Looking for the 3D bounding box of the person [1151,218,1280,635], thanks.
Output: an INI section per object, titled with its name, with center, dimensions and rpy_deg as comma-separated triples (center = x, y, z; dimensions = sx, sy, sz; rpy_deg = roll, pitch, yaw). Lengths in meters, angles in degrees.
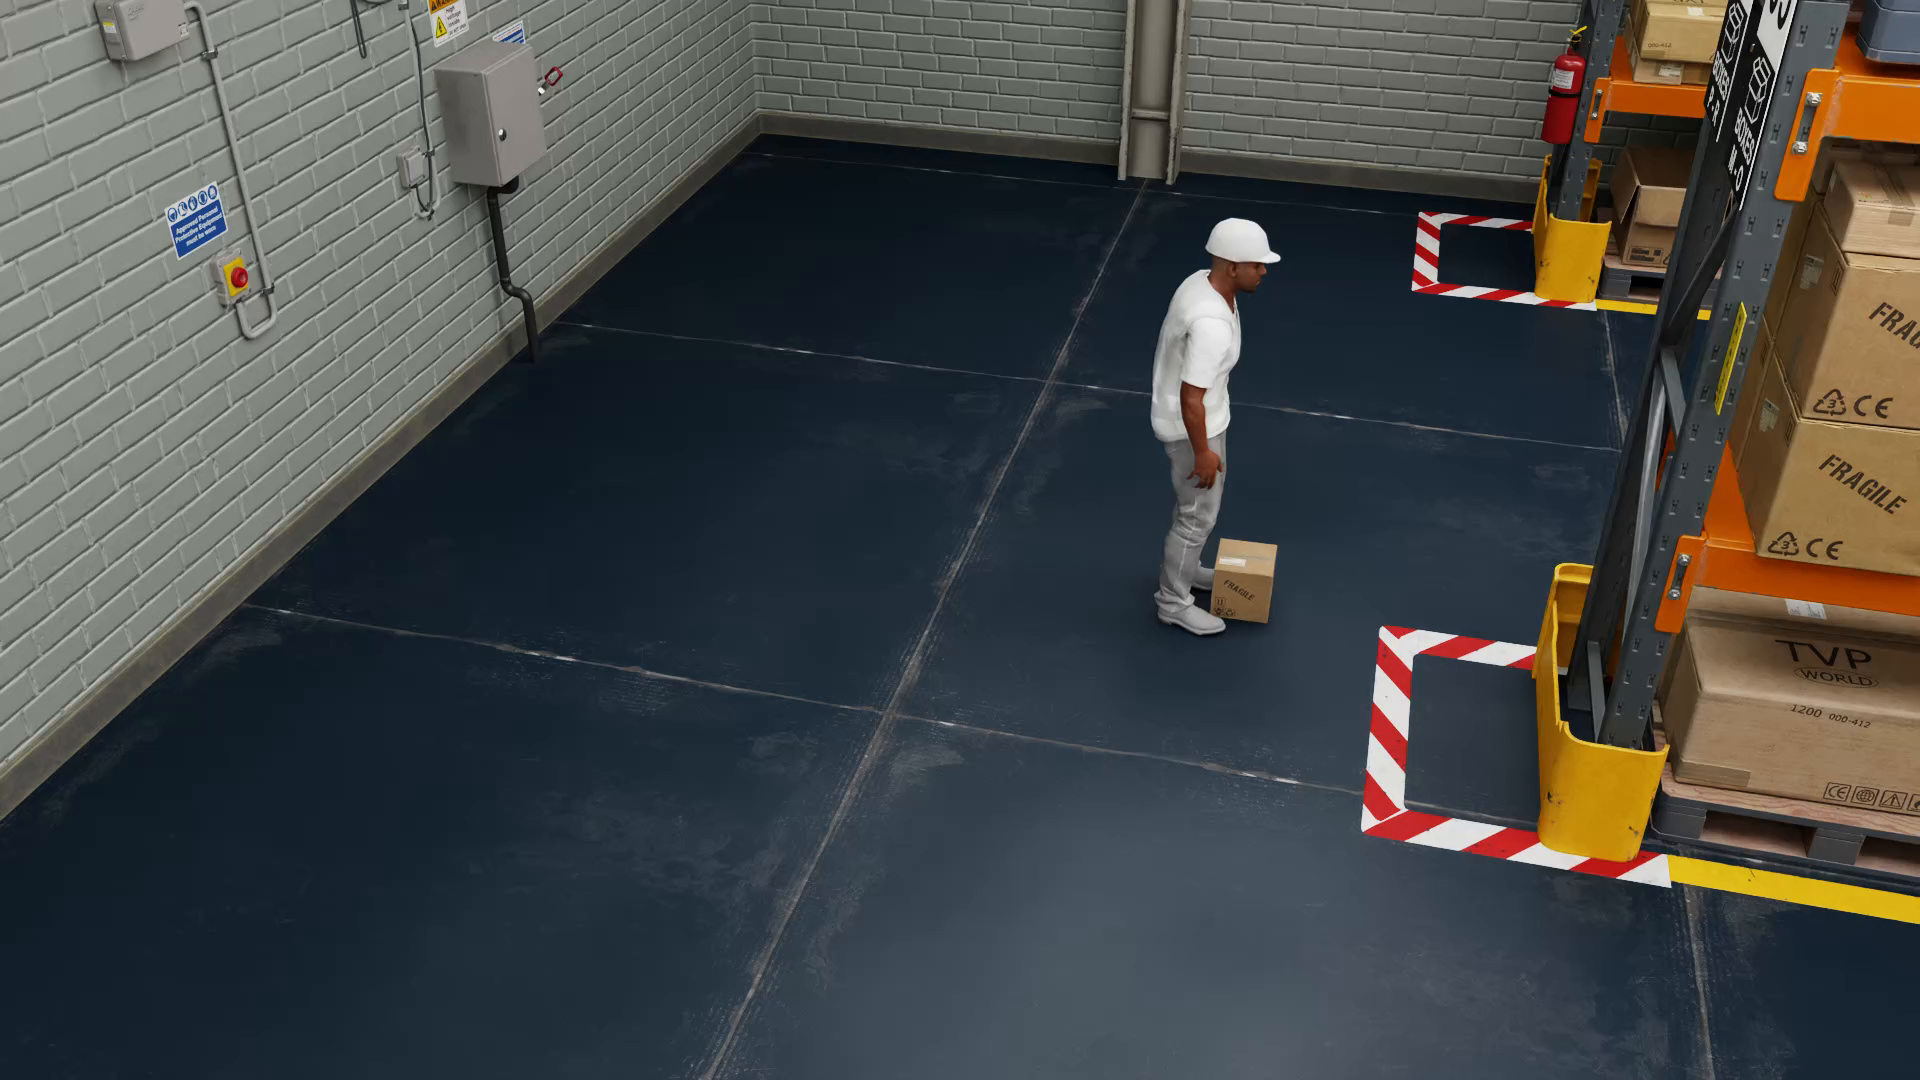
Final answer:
[person]
center = 1.016, -0.488, 6.884
dimensions = 0.462, 1.759, 0.632
rpy_deg = 6, 33, 9
